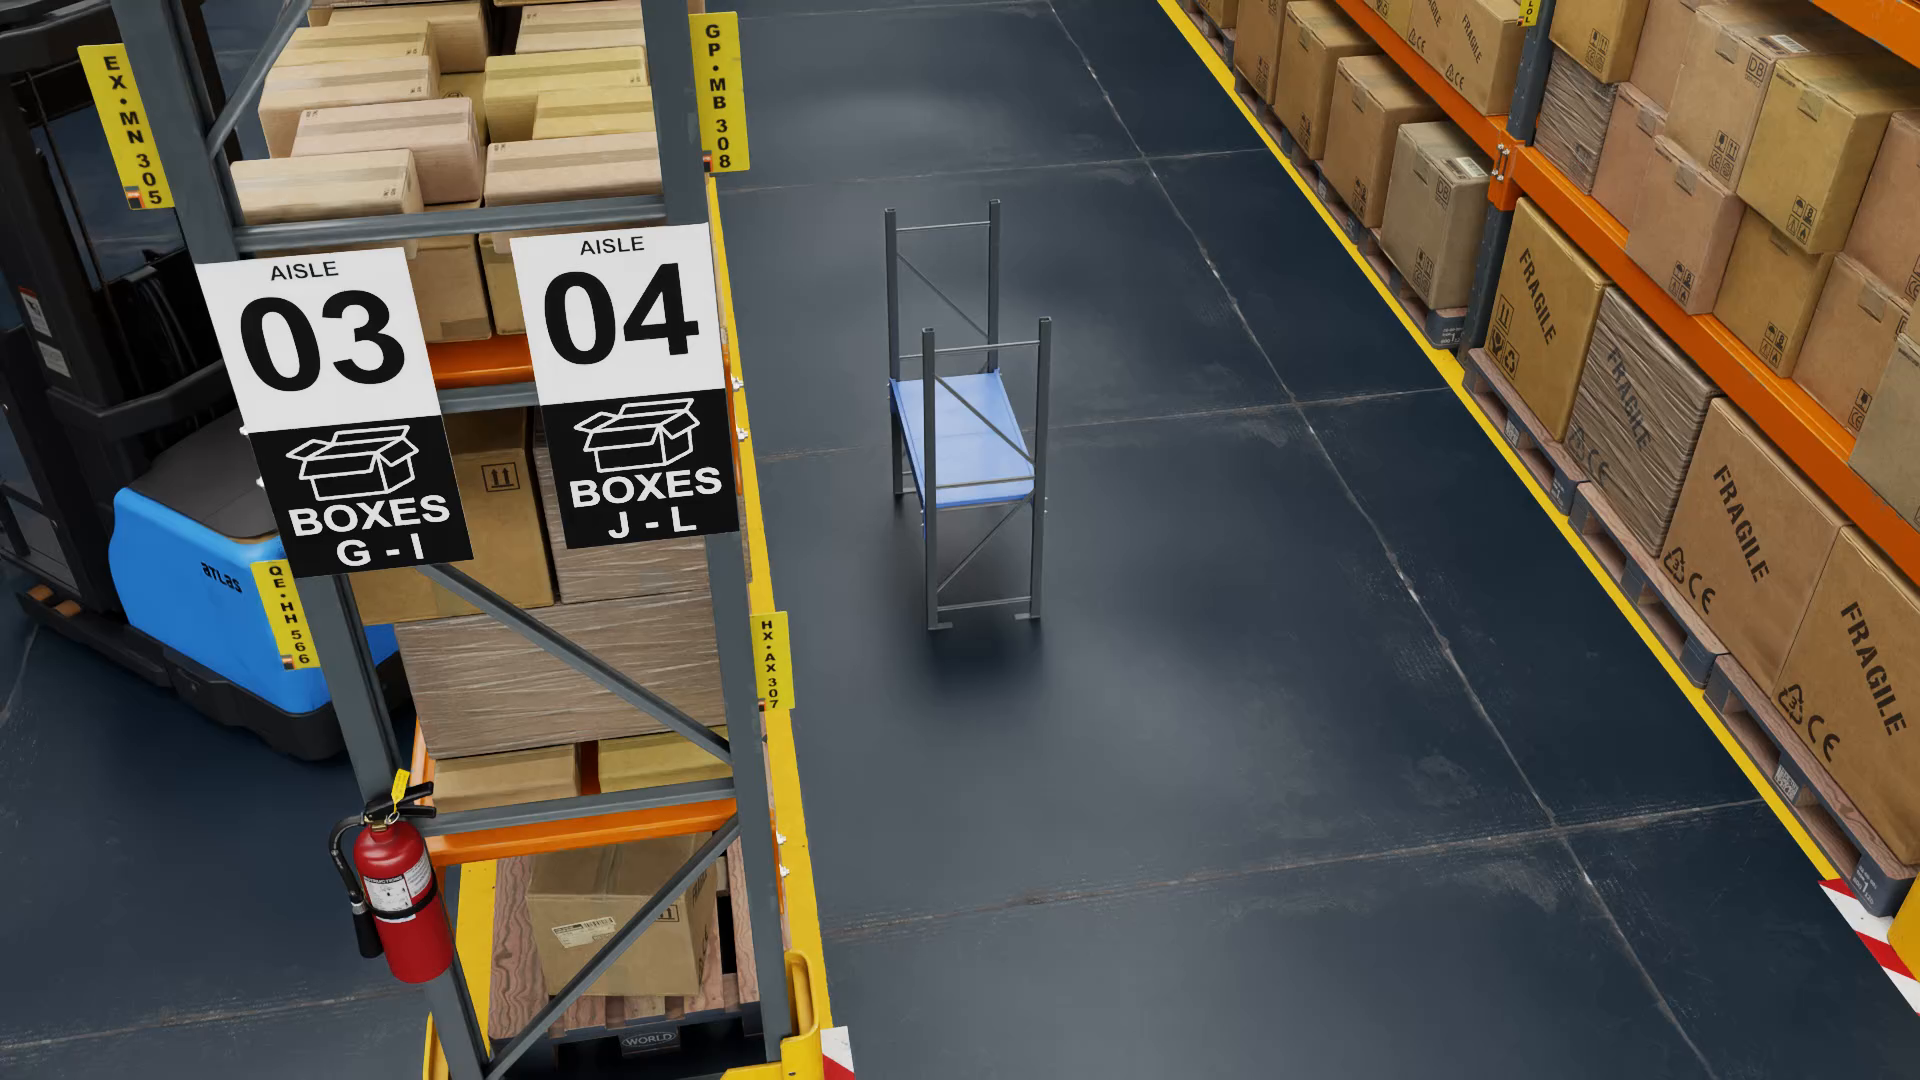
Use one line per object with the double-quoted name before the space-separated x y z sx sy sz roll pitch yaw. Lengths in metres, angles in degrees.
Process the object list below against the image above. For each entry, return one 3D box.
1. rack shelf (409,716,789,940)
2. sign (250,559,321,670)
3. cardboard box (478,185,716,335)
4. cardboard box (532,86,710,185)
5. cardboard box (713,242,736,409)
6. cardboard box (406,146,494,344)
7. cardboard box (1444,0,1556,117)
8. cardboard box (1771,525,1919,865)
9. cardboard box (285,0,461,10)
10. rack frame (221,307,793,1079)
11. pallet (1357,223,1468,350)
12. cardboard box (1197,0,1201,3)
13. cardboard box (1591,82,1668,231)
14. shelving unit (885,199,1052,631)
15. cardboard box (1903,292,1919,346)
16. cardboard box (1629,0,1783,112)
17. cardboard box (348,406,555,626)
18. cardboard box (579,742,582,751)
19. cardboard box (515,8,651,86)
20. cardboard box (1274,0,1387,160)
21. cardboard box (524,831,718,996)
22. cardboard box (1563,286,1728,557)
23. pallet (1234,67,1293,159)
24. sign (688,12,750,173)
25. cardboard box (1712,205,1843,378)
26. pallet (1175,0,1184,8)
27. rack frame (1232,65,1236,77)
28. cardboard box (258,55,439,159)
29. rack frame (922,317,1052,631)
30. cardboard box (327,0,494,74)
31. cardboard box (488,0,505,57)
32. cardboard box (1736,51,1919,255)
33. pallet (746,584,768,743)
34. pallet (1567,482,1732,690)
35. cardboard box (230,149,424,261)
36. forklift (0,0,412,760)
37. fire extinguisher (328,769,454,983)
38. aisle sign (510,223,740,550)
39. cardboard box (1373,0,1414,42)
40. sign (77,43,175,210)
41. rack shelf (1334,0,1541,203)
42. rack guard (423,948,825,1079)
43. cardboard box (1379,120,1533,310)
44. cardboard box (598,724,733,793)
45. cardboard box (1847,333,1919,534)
"rack shelf" -1.361 -0.213 6.166 1.077 0.370 4.000 -6 38 -8
"sign" -1.561 0.176 3.877 0.100 0.325 0.005 -6 38 -8
"cardboard box" -0.841 -0.733 3.926 0.500 0.250 0.500 -5 38 -7
"cardboard box" -0.782 -0.930 3.855 0.380 0.149 0.250 -5 38 -7
"cardboard box" -0.920 -0.505 4.817 0.500 0.500 0.500 -6 38 -8
"cardboard box" -1.345 -0.678 3.856 0.500 0.250 0.500 -5 38 -7
"cardboard box" 2.834 -2.504 8.446 0.500 0.500 0.500 -6 38 -8
"cardboard box" 3.706 0.509 6.039 0.875 0.875 0.875 -6 38 -8
"cardboard box" -1.532 -1.737 4.365 0.500 0.500 0.500 -6 38 -8
"rack frame" -1.011 0.711 4.390 1.000 3.000 0.127 -6 38 -8
"pallet" 2.979 -1.534 9.553 1.003 0.211 1.213 -6 38 -8
"cardboard box" 2.027 -4.456 12.736 0.500 0.500 0.500 -5 38 -6
"cardboard box" 3.384 -1.686 7.352 0.875 0.550 0.550 -6 38 -8
"shelving unit" 0.015 -0.541 7.224 0.538 1.500 1.048 -6 38 -8
"cardboard box" 3.676 -0.798 5.330 0.875 0.550 0.550 -6 38 -8
"cardboard box" 3.430 -2.117 7.028 0.875 0.550 0.550 -6 38 -8
"cardboard box" -1.351 -0.147 4.355 0.500 0.500 0.500 -6 38 -8
"cardboard box" -1.307 0.509 4.855 0.380 0.149 0.250 -6 38 -8
"cardboard box" -0.925 -1.242 4.256 0.380 0.149 0.250 -5 38 -6
"cardboard box" 2.662 -2.966 10.614 1.050 0.750 0.750 -6 38 -7
"cardboard box" -1.104 1.153 5.516 0.500 0.500 0.500 0 38 1
"cardboard box" 3.392 -0.573 7.432 0.875 0.875 0.875 -6 38 -8
"pallet" 2.552 -3.008 11.450 1.003 0.211 1.213 -6 38 -8
"sign" -0.477 -0.877 3.277 0.100 0.325 0.005 -6 38 -8
"cardboard box" 3.554 -1.037 6.518 0.875 0.550 0.500 -6 38 -8
"pallet" 2.141 -4.700 13.628 1.003 0.211 1.213 -6 38 -8
"rack frame" 2.487 -4.594 11.218 1.000 3.000 0.127 -6 38 -8
"cardboard box" -1.453 -1.029 3.982 0.380 0.149 0.250 -8 39 -10
"rack frame" 0.104 -0.234 6.828 0.500 1.500 0.032 -6 38 -8
"cardboard box" -1.441 -1.341 4.384 0.380 0.149 0.250 -6 38 -7
"cardboard box" -1.517 -1.290 4.643 0.500 0.250 0.500 -5 38 -7
"cardboard box" 3.490 -1.457 6.178 0.875 0.550 0.500 -6 38 -8
"pallet" -1.342 0.536 6.888 1.003 0.211 1.213 -6 38 -8
"pallet" 3.462 0.130 7.411 1.003 0.211 1.213 -6 38 -8
"cardboard box" -1.367 -0.706 3.566 0.380 0.149 0.250 -6 38 -8
"forklift" -3.502 -0.983 6.626 3.031 2.935 1.130 21 43 25
"fire extinguisher" -1.444 0.860 4.261 0.296 0.674 0.183 -6 38 -8
"aisle sign" -0.705 -0.311 3.586 0.394 0.787 0.004 -6 38 -8
"cardboard box" 2.657 -3.114 9.232 0.500 0.500 0.500 -6 38 -7
"sign" -1.561 -0.776 3.137 0.100 0.325 0.005 -6 38 -8
"rack shelf" 2.838 -3.102 9.884 1.077 0.370 4.000 -6 38 -8
"rack guard" -1.024 1.652 5.216 1.175 0.500 0.348 -6 38 -8
"cardboard box" 2.991 -1.820 9.140 1.050 0.750 0.750 -6 38 -8
"cardboard box" -0.826 0.612 4.722 0.380 0.149 0.250 -6 38 -8
"cardboard box" 3.662 -0.370 5.659 0.875 0.550 0.550 -6 38 -8
